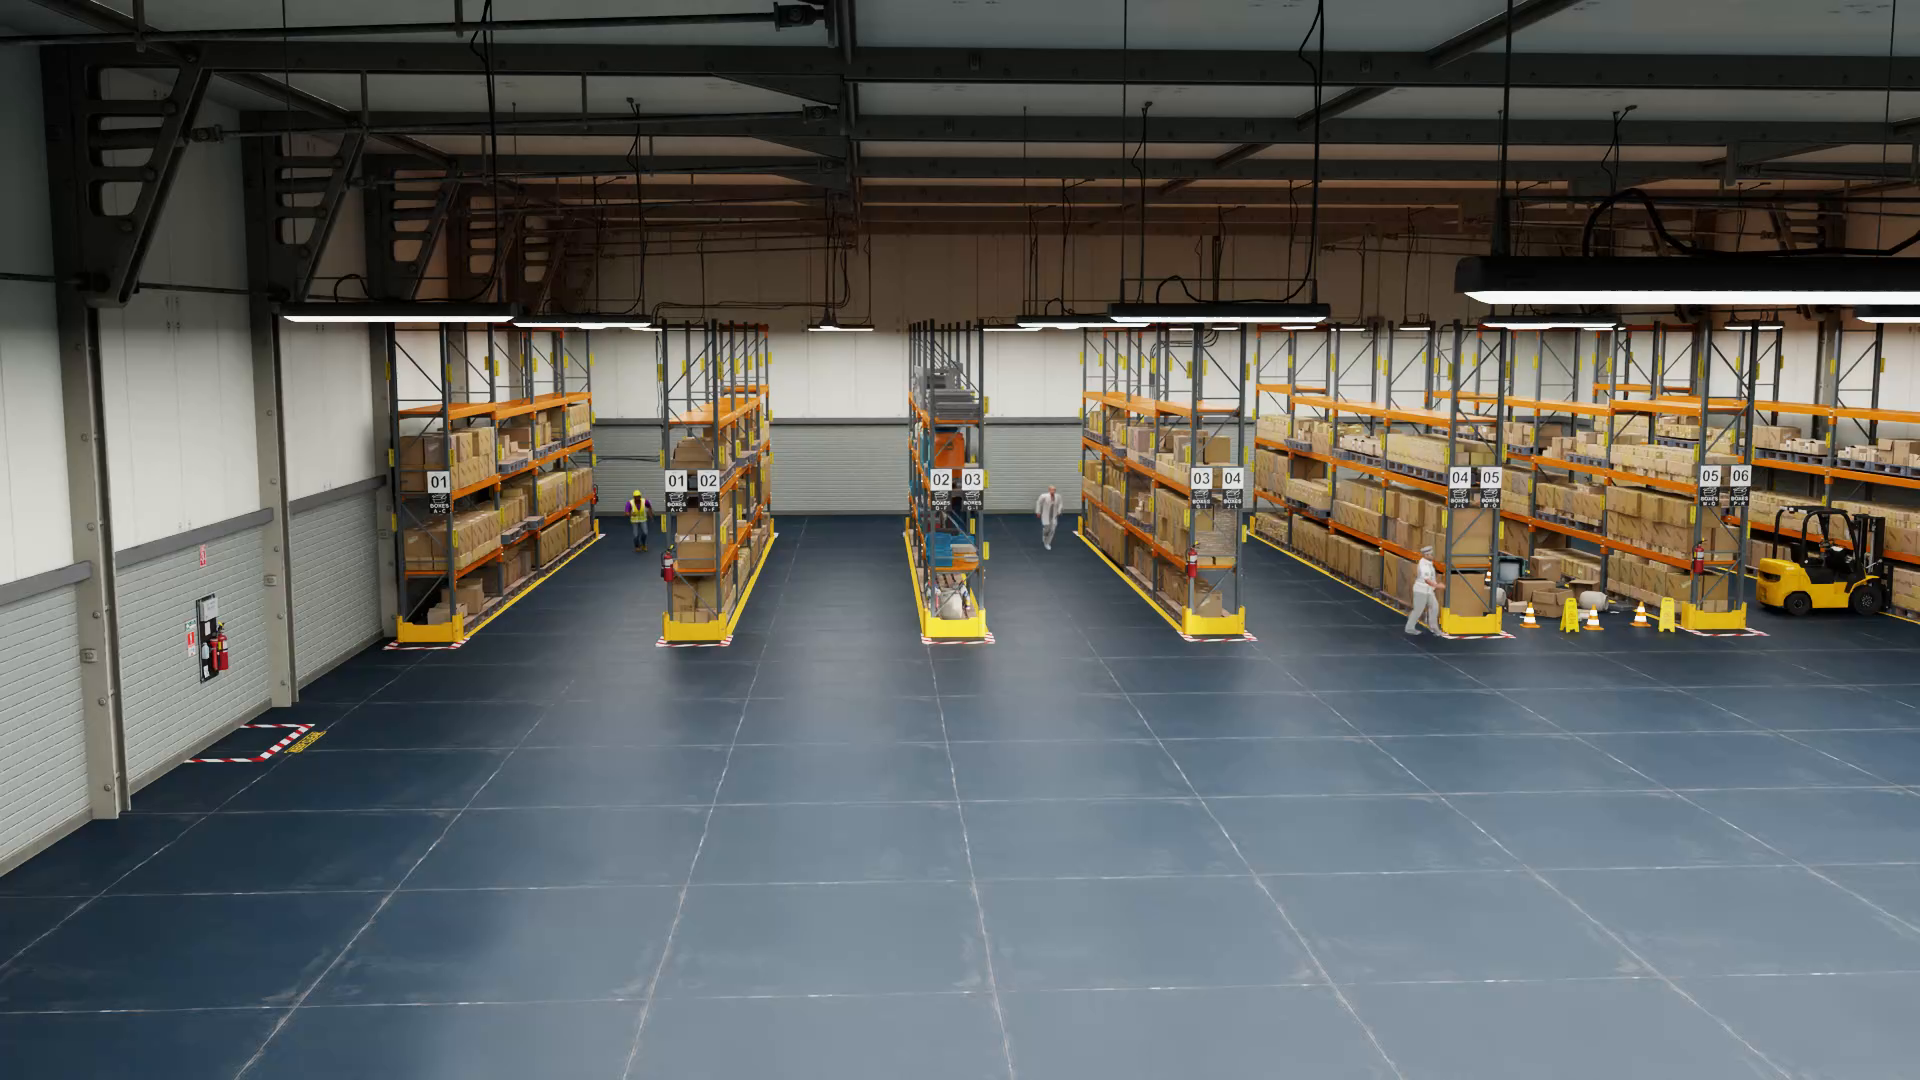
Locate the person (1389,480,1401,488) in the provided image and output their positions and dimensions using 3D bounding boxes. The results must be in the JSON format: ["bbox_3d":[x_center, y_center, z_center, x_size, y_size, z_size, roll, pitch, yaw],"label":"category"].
[{"bbox_3d":[12.995,-1.208,49.452,0.756,1.707,0.654,0,7,-3],"label":"person"}]

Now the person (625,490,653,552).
[{"bbox_3d":[-8.404,-0.491,43.584,0.730,1.652,0.905,-2,7,-15],"label":"person"}]

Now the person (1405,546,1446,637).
[{"bbox_3d":[8.806,0.982,31.453,0.743,1.788,0.674,4,8,27],"label":"person"}]

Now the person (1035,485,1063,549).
[{"bbox_3d":[2.389,-0.628,44.620,0.708,1.711,0.706,-2,7,-19],"label":"person"}]
